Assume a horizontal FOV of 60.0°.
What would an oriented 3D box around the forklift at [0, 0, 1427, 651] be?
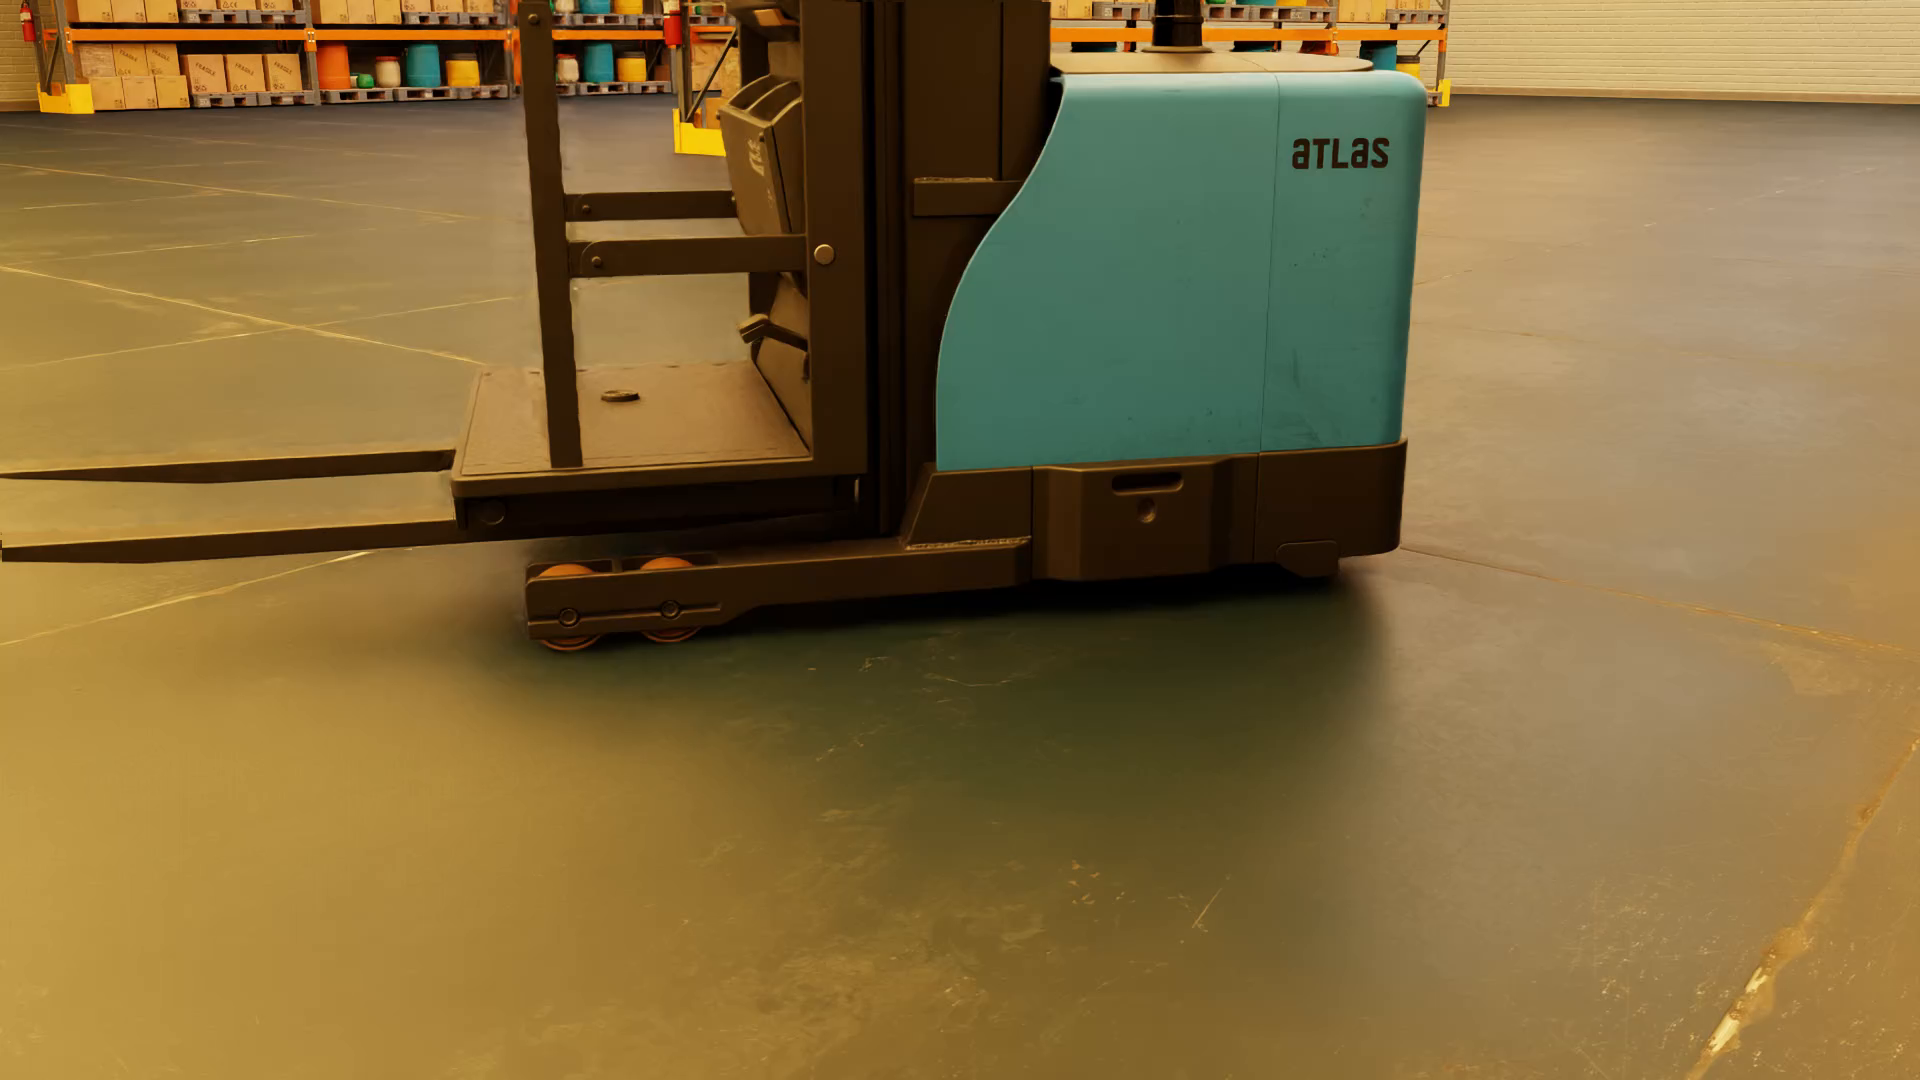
[{"bbox_3d":[-0.604,-1.355,3.361,3.031,2.935,1.130,-4,17,-13],"label":"forklift"}]
